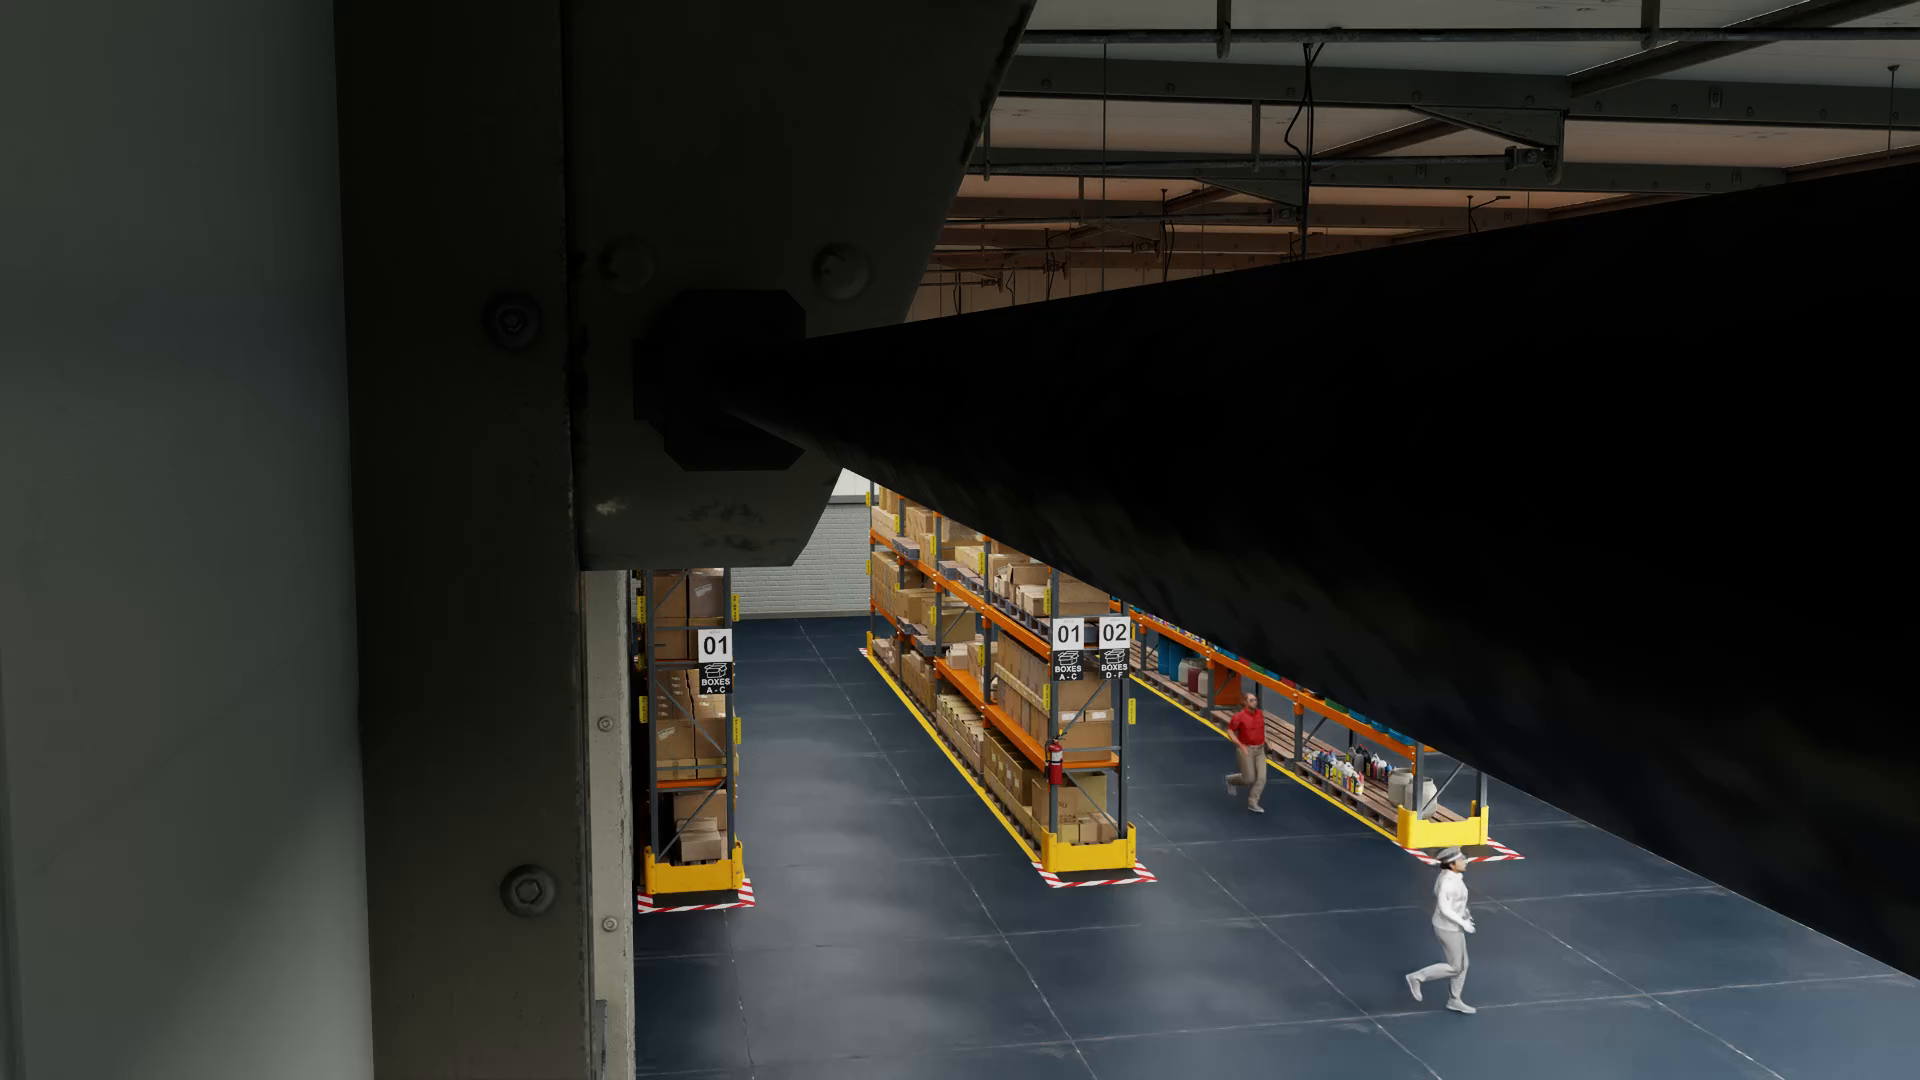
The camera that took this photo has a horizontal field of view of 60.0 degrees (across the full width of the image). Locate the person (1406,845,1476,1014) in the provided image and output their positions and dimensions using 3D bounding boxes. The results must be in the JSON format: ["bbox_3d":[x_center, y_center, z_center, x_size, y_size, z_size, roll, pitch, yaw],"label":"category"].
[{"bbox_3d":[4.751,3.808,16.372,0.683,1.685,0.622,1,6,14],"label":"person"}]

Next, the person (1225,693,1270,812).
[{"bbox_3d":[4.137,3.016,23.770,0.663,1.681,0.708,-3,7,-28],"label":"person"}]
